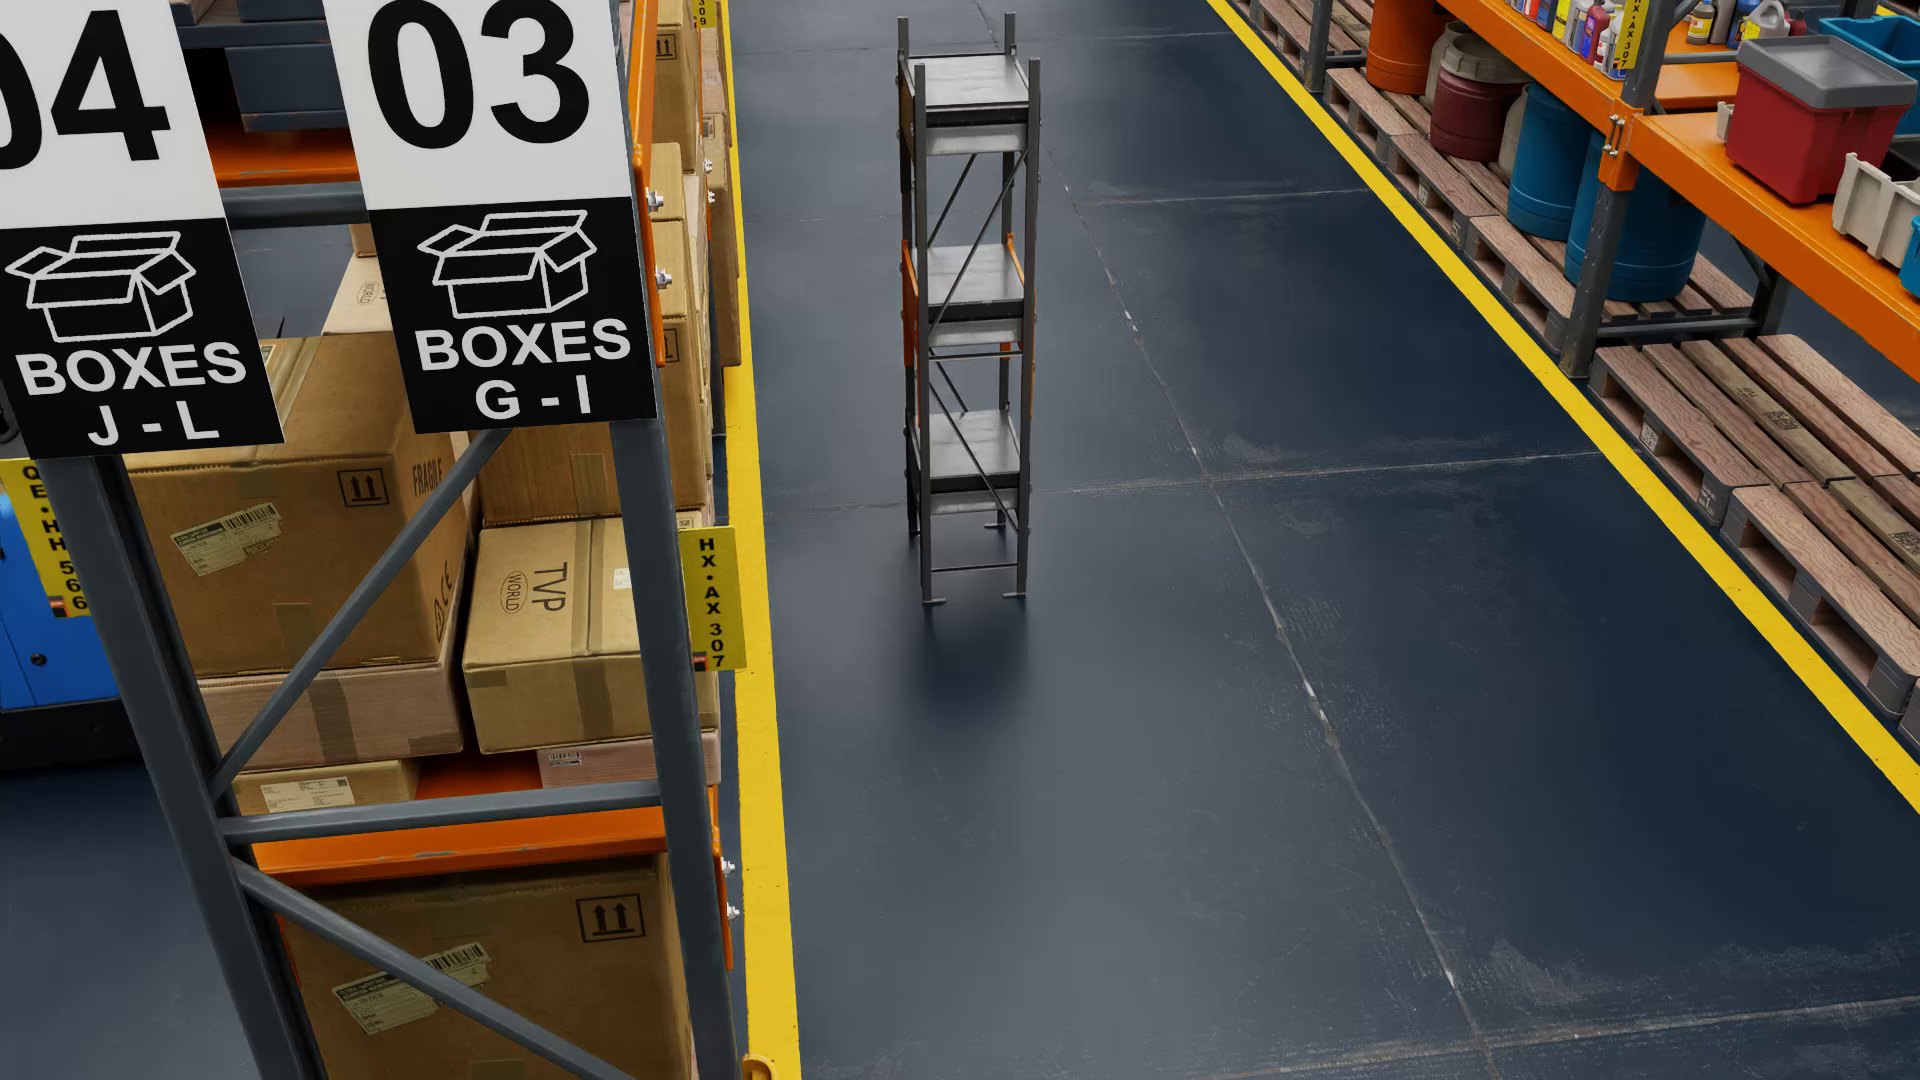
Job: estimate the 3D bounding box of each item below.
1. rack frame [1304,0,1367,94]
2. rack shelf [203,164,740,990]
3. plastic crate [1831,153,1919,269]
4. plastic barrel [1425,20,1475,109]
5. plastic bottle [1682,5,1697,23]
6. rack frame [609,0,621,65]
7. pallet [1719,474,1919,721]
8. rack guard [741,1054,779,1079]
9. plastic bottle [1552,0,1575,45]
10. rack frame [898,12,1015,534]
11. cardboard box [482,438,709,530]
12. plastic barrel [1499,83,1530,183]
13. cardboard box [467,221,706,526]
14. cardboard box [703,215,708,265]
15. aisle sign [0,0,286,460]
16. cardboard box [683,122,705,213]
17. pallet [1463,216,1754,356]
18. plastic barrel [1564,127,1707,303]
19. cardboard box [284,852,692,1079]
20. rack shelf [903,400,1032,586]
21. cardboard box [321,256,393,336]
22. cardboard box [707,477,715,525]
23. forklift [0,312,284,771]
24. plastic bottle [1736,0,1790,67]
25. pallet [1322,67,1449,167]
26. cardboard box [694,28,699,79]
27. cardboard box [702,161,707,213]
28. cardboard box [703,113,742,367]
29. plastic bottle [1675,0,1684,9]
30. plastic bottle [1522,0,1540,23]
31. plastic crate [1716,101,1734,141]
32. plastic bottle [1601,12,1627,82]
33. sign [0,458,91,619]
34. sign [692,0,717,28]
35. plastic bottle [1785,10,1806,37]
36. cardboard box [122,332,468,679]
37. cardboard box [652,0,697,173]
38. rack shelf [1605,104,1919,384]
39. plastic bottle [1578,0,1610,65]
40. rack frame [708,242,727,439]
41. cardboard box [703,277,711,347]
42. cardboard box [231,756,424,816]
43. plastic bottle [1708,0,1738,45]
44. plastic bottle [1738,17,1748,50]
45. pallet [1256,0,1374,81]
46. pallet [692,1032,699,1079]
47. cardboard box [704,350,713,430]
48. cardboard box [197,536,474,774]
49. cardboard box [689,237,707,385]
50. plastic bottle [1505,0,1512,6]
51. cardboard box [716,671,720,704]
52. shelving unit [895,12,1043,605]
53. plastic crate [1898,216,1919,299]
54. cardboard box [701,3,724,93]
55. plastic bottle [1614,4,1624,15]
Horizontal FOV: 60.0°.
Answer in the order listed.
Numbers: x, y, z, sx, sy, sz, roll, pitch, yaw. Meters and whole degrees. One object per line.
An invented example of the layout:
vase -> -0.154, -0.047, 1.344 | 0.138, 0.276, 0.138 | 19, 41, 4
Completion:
rack frame -> 2.825, -4.297, 10.392 | 1.000, 3.000, 0.127 | -4, 35, -6
rack shelf -> -1.276, -0.276, 5.131 | 1.077, 0.370, 4.000 | -4, 35, -6
plastic crate -> 3.386, -1.175, 5.862 | 0.437, 0.282, 0.530 | -4, 35, -6
plastic barrel -> 3.072, -2.862, 10.123 | 0.421, 0.512, 0.421 | 0, 34, 0
plastic bottle -> 3.615, -2.650, 8.151 | 0.097, 0.201, 0.097 | 0, 34, 0
rack frame -> -1.007, -1.937, 1.601 | 1.000, 3.000, 0.127 | -4, 35, -6
pallet -> 3.668, 0.177, 6.303 | 1.003, 0.211, 1.213 | -4, 35, -6
rack guard -> -1.004, 1.589, 3.975 | 1.175, 0.500, 0.348 | -4, 35, -6
plastic bottle -> 2.915, -2.533, 7.847 | 0.144, 0.351, 0.185 | -4, 35, -6
rack frame -> -0.011, -0.911, 6.223 | 0.400, 2.100, 0.015 | -4, 35, -6
cardboard box -> -0.880, -0.096, 4.097 | 0.500, 0.250, 0.500 | -5, 35, -7
plastic barrel -> 3.224, -2.232, 9.198 | 0.421, 0.512, 0.421 | 0, 34, 0
cardboard box -> -0.871, -0.396, 3.870 | 0.500, 0.500, 0.500 | -5, 35, -8
cardboard box -> -1.075, -1.010, 5.792 | 0.380, 0.149, 0.250 | -4, 34, -5
aisle sign -> -1.294, -0.469, 2.466 | 0.394, 0.787, 0.004 | -4, 35, -6
cardboard box -> -1.153, -1.236, 5.769 | 0.500, 0.250, 0.500 | -3, 34, -5
pallet -> 3.301, -1.346, 8.538 | 1.003, 0.211, 1.213 | -4, 35, -6
plastic barrel -> 3.307, -1.676, 8.036 | 0.600, 0.901, 0.708 | -4, 35, -6
cardboard box -> -1.172, 0.896, 4.286 | 0.875, 0.875, 0.875 | -4, 35, -6
rack shelf -> 0.022, -0.186, 6.425 | 0.431, 0.518, 0.480 | -4, 35, -6
cardboard box -> -1.545, -0.626, 4.875 | 0.500, 0.250, 0.500 | -4, 35, -6
cardboard box -> -0.868, -0.150, 4.530 | 0.380, 0.149, 0.250 | -5, 35, -7
forklift -> -3.286, -1.244, 5.973 | 1.130, 2.935, 3.031 | -6, 35, -9
plastic bottle -> 3.632, -2.288, 7.488 | 0.144, 0.351, 0.185 | -4, 35, -6
pallet -> 2.973, -2.708, 10.536 | 1.003, 0.211, 1.213 | -4, 35, -6
cardboard box -> -1.427, -2.287, 7.354 | 0.500, 0.500, 0.500 | -4, 35, -6
cardboard box -> -1.144, -1.297, 6.212 | 0.380, 0.149, 0.250 | -4, 34, -5
cardboard box -> -1.651, -1.341, 7.568 | 1.225, 0.875, 0.875 | -4, 35, -6
plastic bottle -> 3.617, -2.749, 8.224 | 0.061, 0.283, 0.133 | -4, 35, -6
plastic bottle -> 2.873, -2.694, 8.150 | 0.152, 0.276, 0.135 | -4, 35, -6
plastic crate -> 3.284, -1.710, 6.777 | 0.396, 0.136, 0.243 | -4, 35, -6
plastic bottle -> 2.990, -2.209, 7.438 | 0.152, 0.276, 0.135 | -4, 35, -6
sign -> -1.546, -0.001, 2.849 | 0.100, 0.325, 0.005 | -4, 35, -6
sign -> -0.995, -2.123, 6.363 | 0.100, 0.325, 0.005 | -4, 35, -6
plastic bottle -> 3.737, -2.254, 7.497 | 0.061, 0.283, 0.133 | -4, 35, -6
cardboard box -> -1.333, -0.080, 3.408 | 0.500, 0.500, 0.500 | -4, 34, -6
cardboard box -> -1.155, -1.544, 5.556 | 0.500, 0.500, 0.500 | -4, 34, -6
rack shelf -> 3.632, -0.652, 5.681 | 1.077, 0.370, 4.000 | -4, 35, -6
plastic bottle -> 2.914, -2.338, 7.620 | 0.061, 0.283, 0.133 | -4, 35, -6
rack frame -> -1.545, -1.690, 6.566 | 1.000, 3.000, 0.127 | -4, 35, -6
cardboard box -> -1.006, -0.724, 5.371 | 0.380, 0.149, 0.250 | -5, 35, -7
cardboard box -> -1.381, 0.472, 3.616 | 0.380, 0.149, 0.250 | -4, 34, -5
plastic bottle -> 3.629, -2.505, 7.872 | 0.152, 0.276, 0.135 | -4, 35, -6
plastic bottle -> 3.685, -2.357, 7.722 | 0.097, 0.201, 0.097 | 0, 34, 0
pallet -> 2.760, -3.580, 11.816 | 1.003, 0.211, 1.213 | -4, 35, -6
pallet -> -1.192, 1.254, 4.722 | 1.003, 0.211, 1.213 | -4, 35, -6
cardboard box -> -0.936, -0.435, 4.948 | 0.380, 0.149, 0.250 | -5, 35, -8
cardboard box -> -1.335, 0.231, 3.616 | 0.500, 0.250, 0.500 | -5, 35, -7
cardboard box -> -1.020, -0.668, 4.936 | 0.500, 0.250, 0.500 | -5, 35, -7
plastic bottle -> 2.812, -2.801, 8.373 | 0.097, 0.201, 0.097 | 0, 34, 0
cardboard box -> -0.763, 0.280, 3.899 | 0.380, 0.149, 0.250 | -5, 35, -7
shelving unit -> 0.022, -0.775, 6.023 | 0.431, 2.100, 0.503 | -4, 35, -6
plastic crate -> 3.371, -0.915, 5.524 | 0.416, 0.233, 0.300 | -4, 35, -6
cardboard box -> -1.898, -2.333, 9.023 | 1.225, 0.875, 0.875 | -4, 35, -6
plastic bottle -> 3.062, -2.402, 7.787 | 0.097, 0.201, 0.097 | 0, 34, 0
